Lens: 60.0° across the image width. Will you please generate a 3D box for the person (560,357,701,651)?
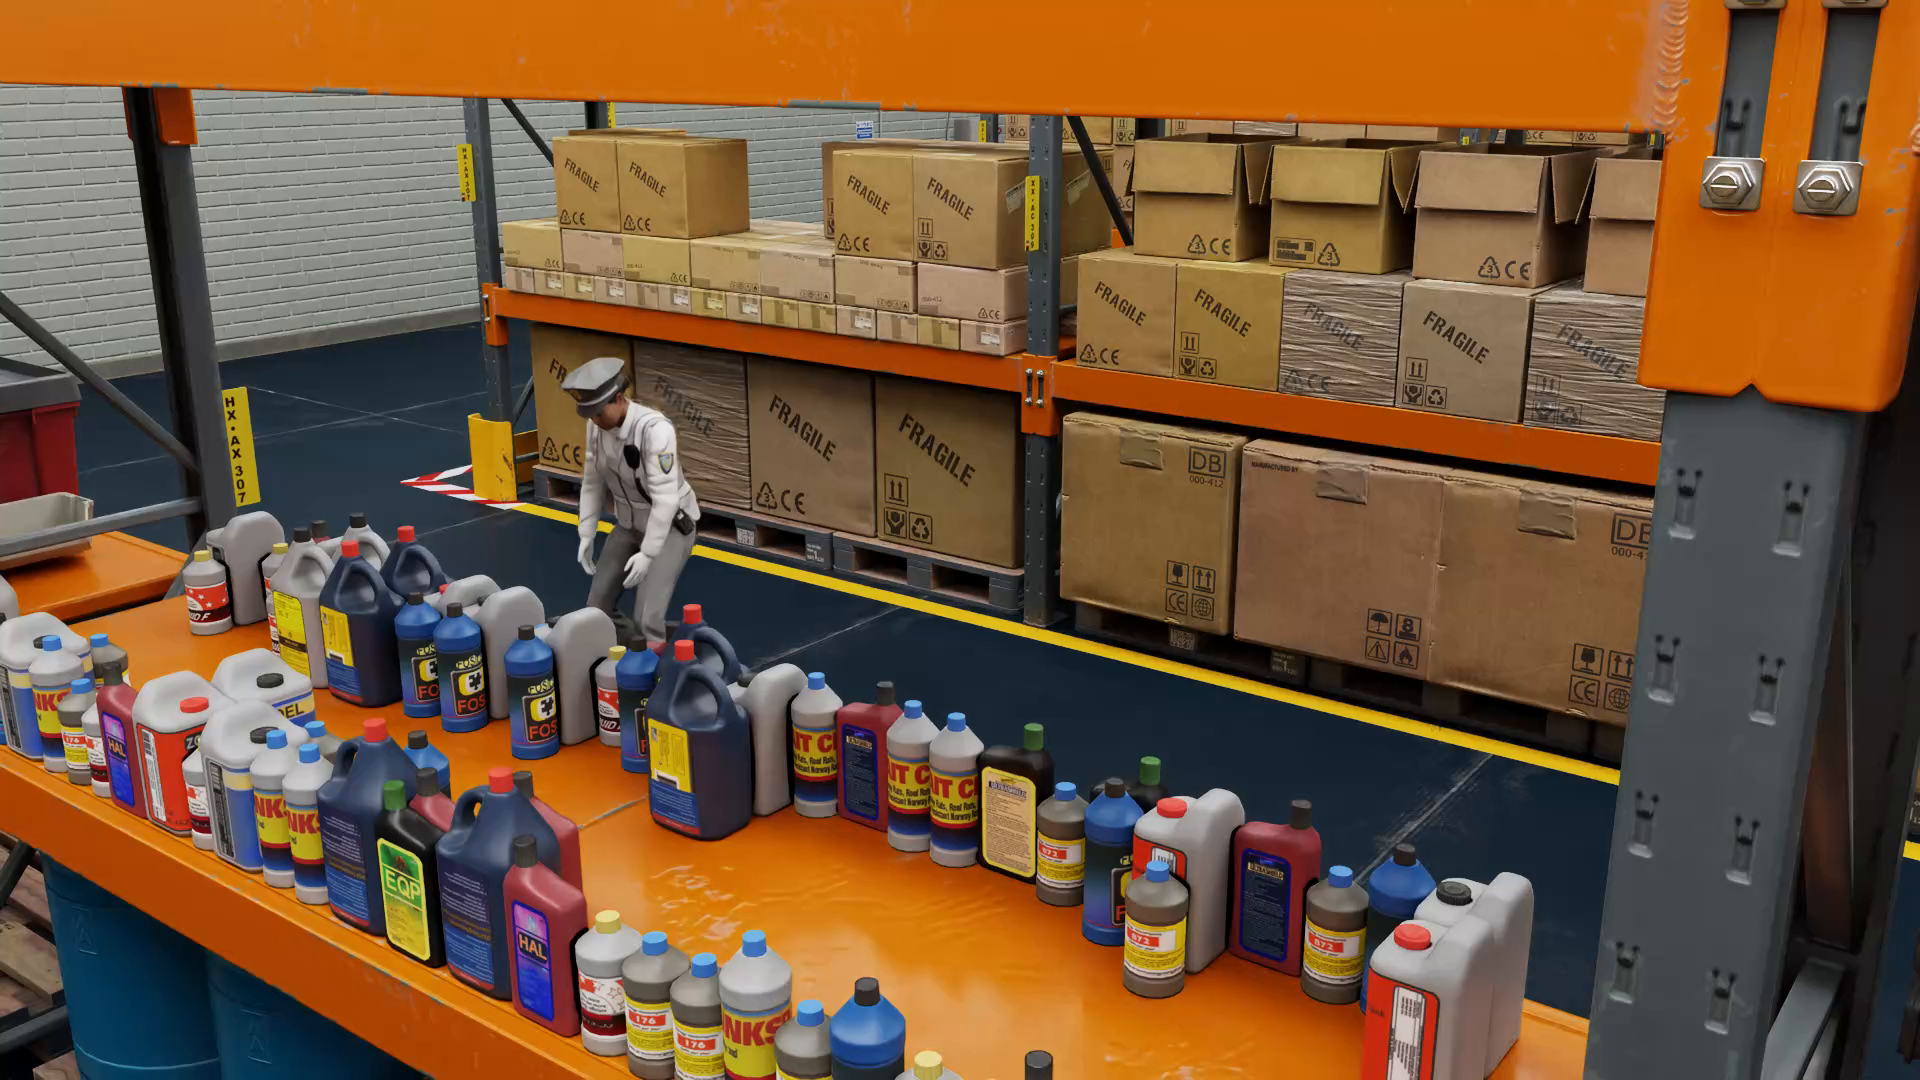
[{"bbox_3d":[-1.330,-0.009,6.839,0.526,1.522,0.591,12,21,36],"label":"person"}]
